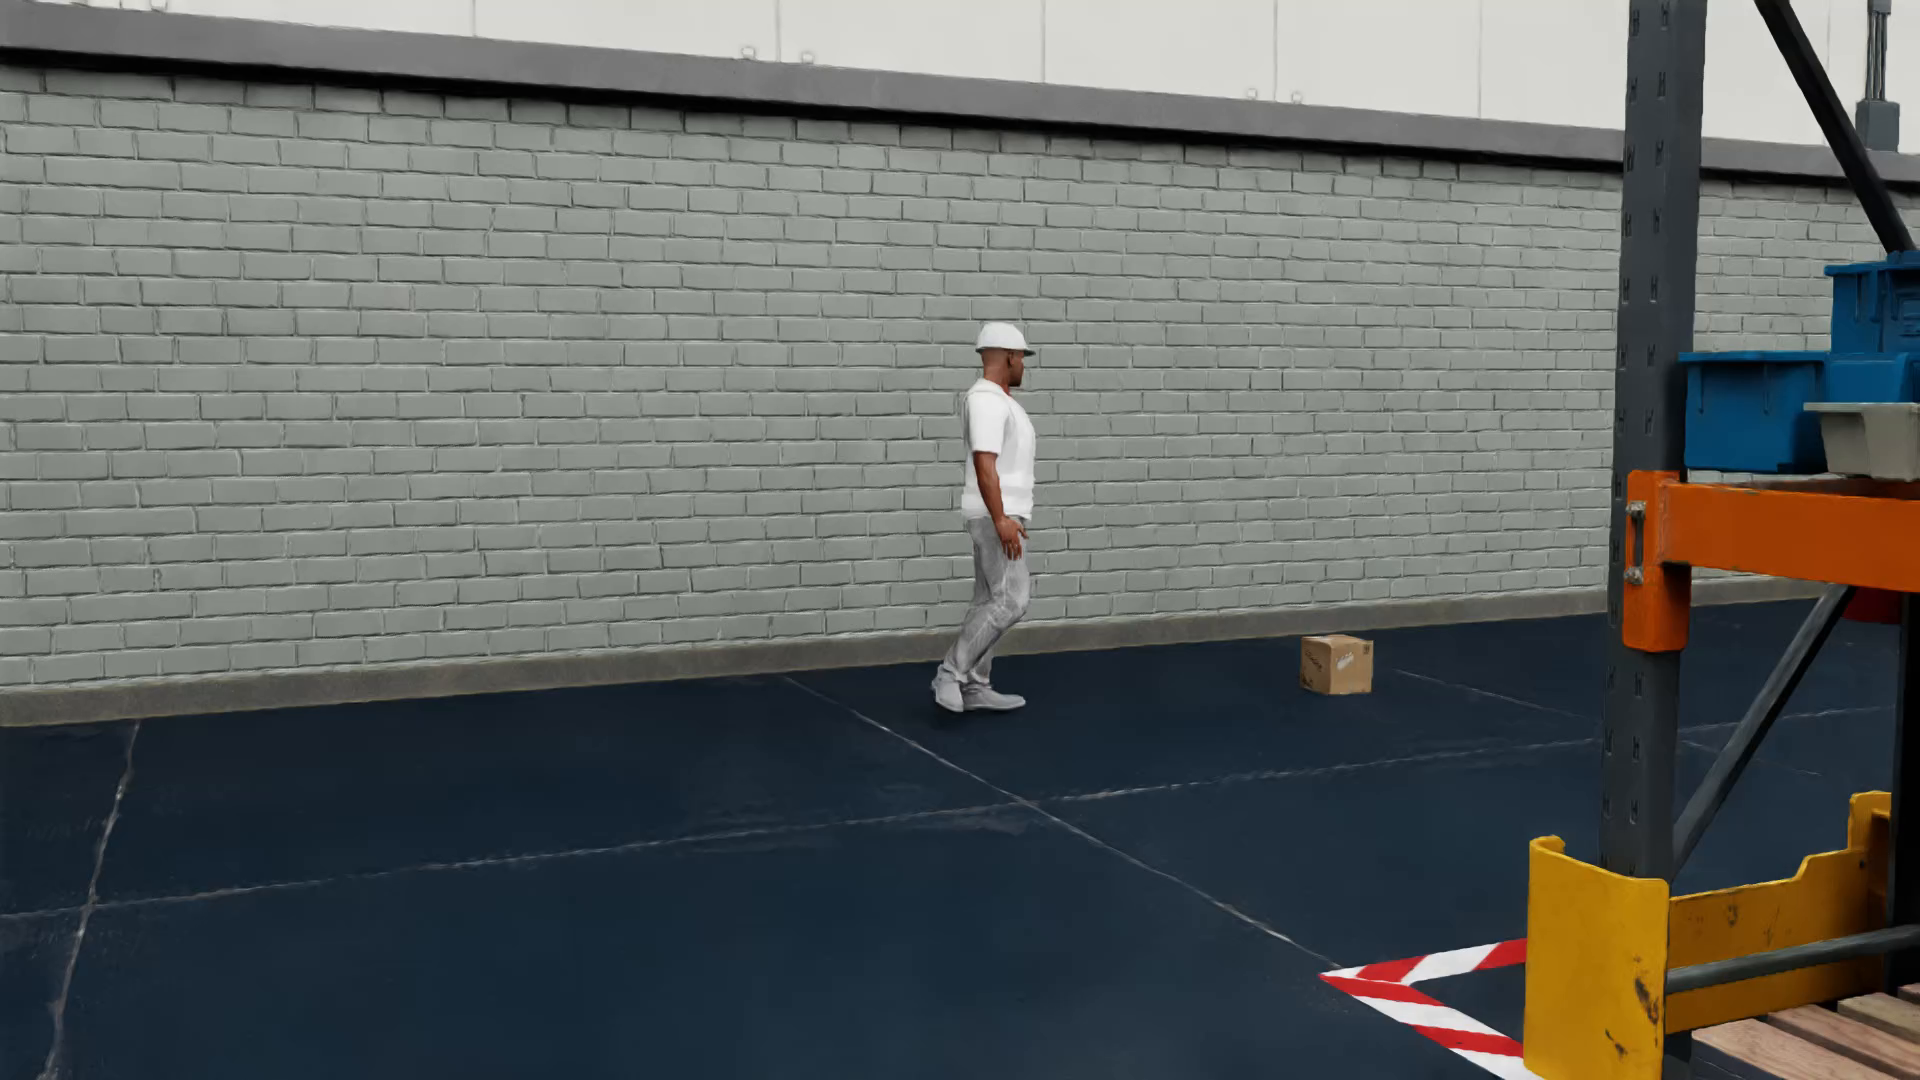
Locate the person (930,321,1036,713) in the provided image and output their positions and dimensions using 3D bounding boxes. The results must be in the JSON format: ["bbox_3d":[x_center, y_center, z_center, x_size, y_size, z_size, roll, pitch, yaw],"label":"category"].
[{"bbox_3d":[0.107,-0.096,7.465,0.452,1.762,0.730,1,5,8],"label":"person"}]
